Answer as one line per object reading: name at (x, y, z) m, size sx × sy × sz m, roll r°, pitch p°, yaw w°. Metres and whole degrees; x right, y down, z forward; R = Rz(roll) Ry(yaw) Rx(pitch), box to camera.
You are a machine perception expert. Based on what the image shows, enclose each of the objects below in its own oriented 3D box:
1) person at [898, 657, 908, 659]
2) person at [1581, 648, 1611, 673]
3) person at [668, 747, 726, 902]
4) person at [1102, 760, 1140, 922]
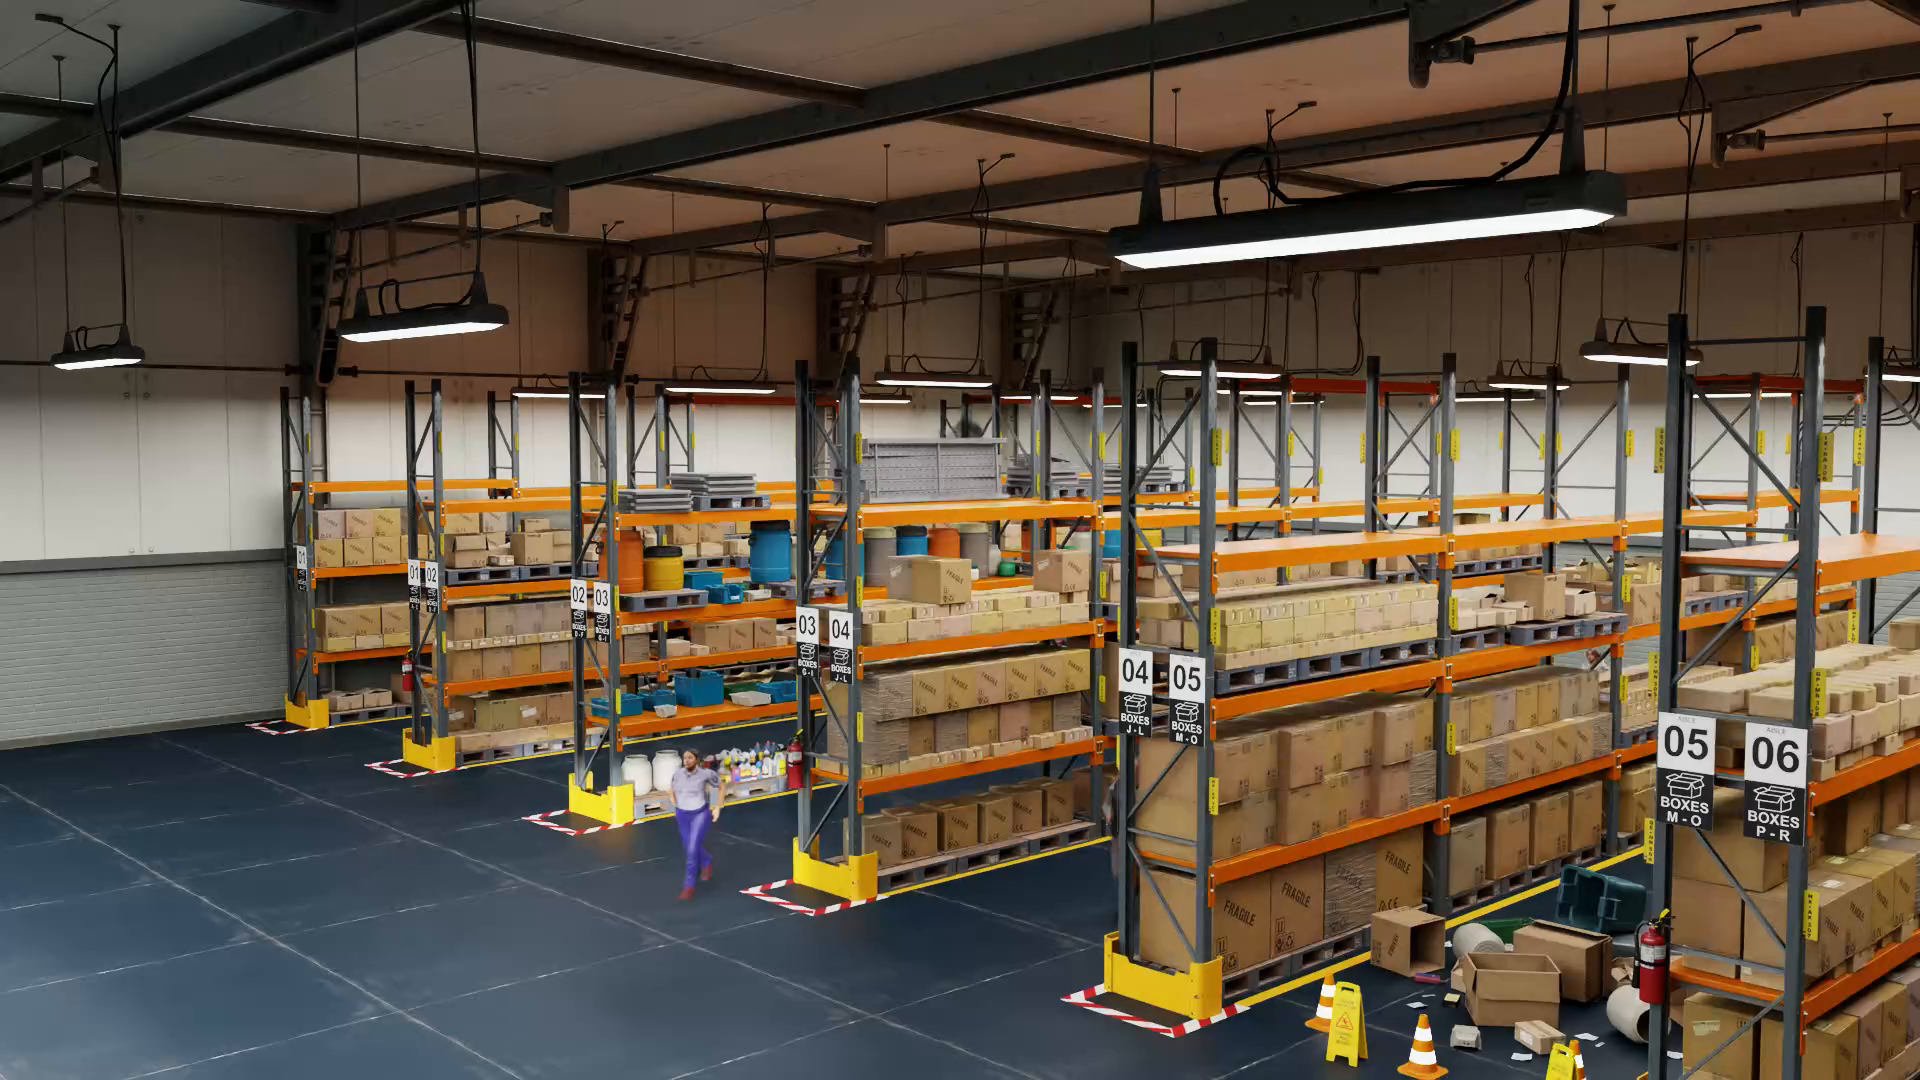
person at (-1.054, 2.476, 28.318) m, size 0.785 × 1.834 × 0.688 m, roll -3°, pitch 5°, yaw -43°
person at (10.661, 2.599, 27.924) m, size 0.568 × 1.581 × 0.851 m, roll 3°, pitch 5°, yaw 38°
person at (-2.997, 3.246, 18.767) m, size 0.638 × 1.469 × 0.908 m, roll 1°, pitch 4°, yaw 22°
person at (1.839, 3.174, 17.803) m, size 0.665 × 1.693 × 0.775 m, roll 2°, pitch 4°, yaw 30°
